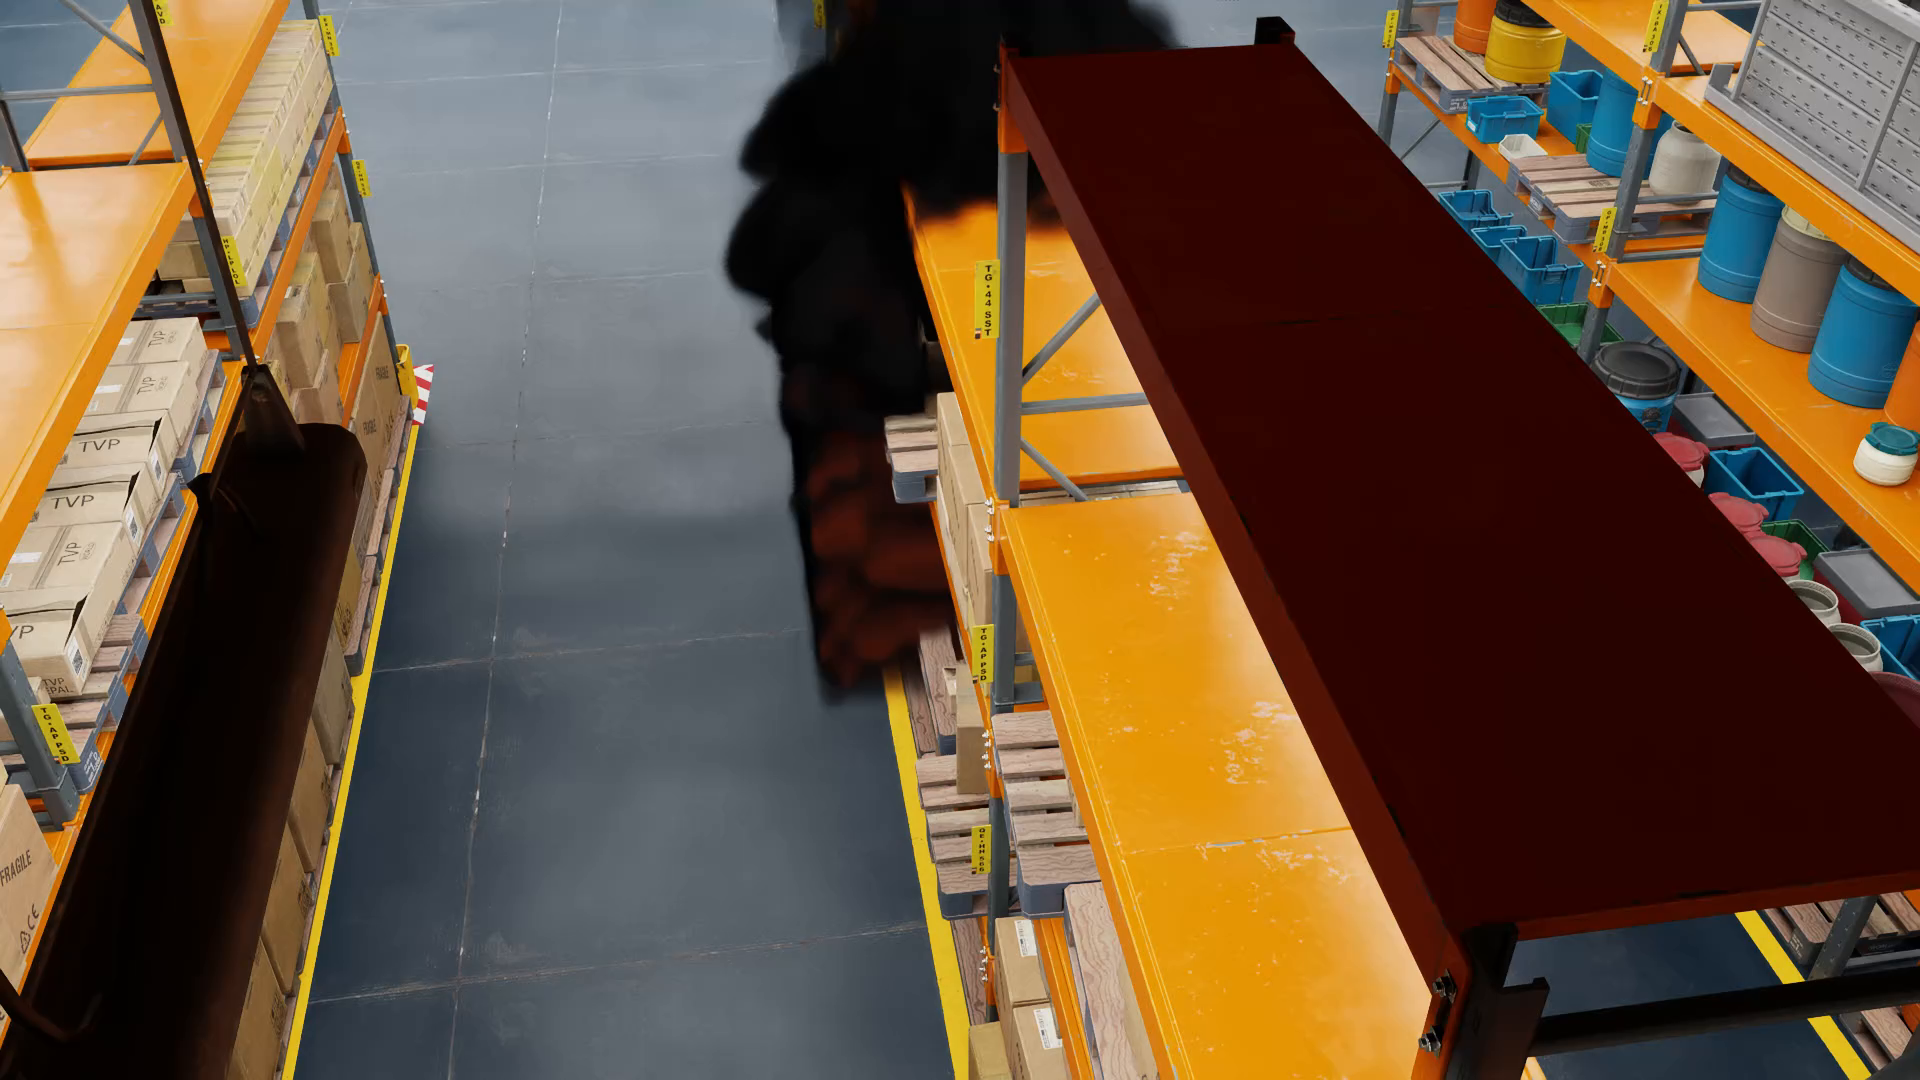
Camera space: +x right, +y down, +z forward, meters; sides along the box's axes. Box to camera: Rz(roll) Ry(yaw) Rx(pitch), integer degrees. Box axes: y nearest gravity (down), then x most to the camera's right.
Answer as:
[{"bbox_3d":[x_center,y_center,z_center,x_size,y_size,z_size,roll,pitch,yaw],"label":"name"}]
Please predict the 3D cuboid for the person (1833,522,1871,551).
[{"bbox_3d":[6.558,-0.209,11.800,0.692,1.756,0.556,-8,37,-11],"label":"person"}]
